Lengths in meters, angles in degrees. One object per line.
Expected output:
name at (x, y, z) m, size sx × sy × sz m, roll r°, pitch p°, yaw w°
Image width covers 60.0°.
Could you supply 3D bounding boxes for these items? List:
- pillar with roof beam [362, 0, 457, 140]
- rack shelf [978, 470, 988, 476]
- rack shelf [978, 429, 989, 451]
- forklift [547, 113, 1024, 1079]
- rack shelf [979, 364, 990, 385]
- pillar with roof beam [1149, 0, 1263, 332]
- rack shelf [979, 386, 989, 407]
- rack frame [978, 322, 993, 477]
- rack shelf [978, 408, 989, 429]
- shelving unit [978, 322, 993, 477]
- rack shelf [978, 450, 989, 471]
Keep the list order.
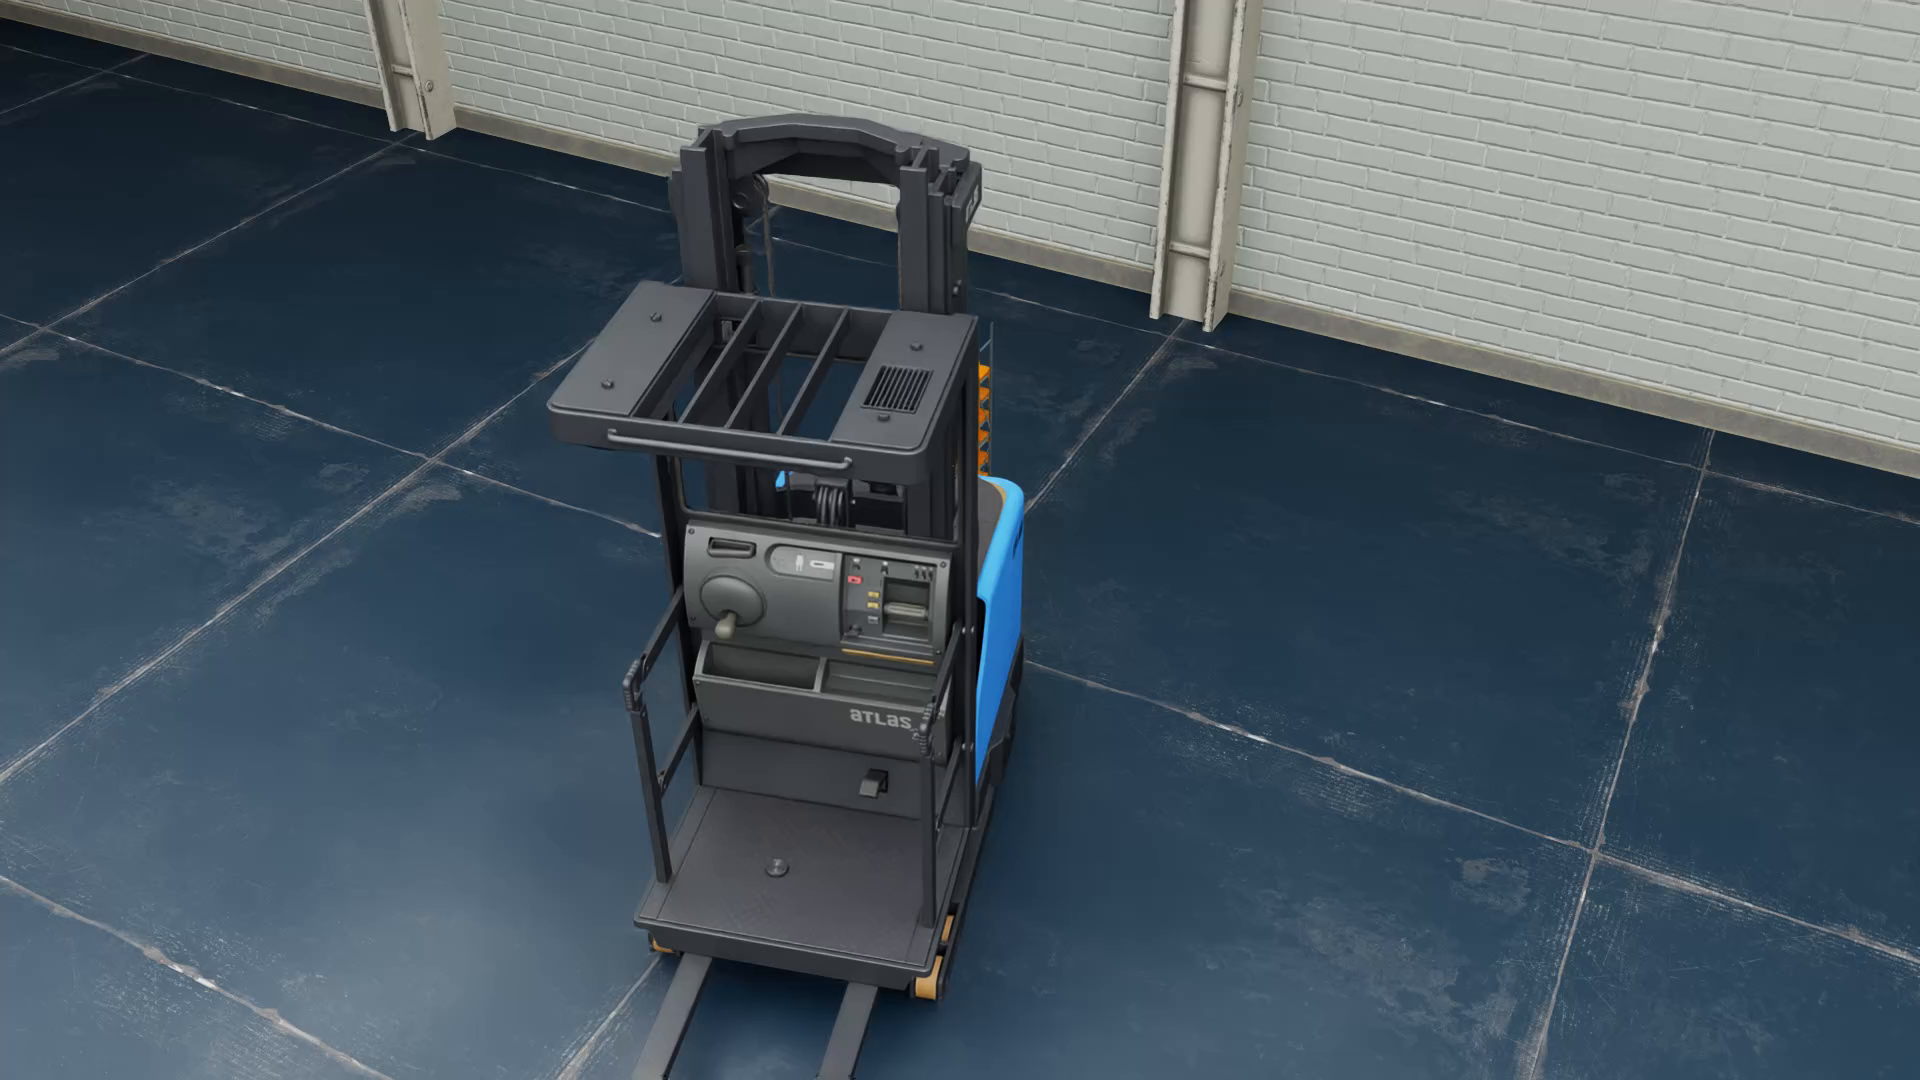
pillar with roof beam at (-5.922, -4.312, 6.487) m, size 0.400 × 9.000 × 9.100 m, roll 17°, pitch 41°, yaw 21°
rack shelf at (0.013, -0.247, 8.054) m, size 0.180 × 0.103 × 0.258 m, roll 17°, pitch 41°, yaw 21°
rack shelf at (0.013, -0.438, 7.909) m, size 0.180 × 0.103 × 0.258 m, roll 17°, pitch 41°, yaw 21°
forklift at (-0.535, 0.251, 5.496) m, size 1.130 × 2.935 × 3.031 m, roll 7°, pitch 38°, yaw 10°
rack shelf at (0.013, -0.725, 7.691) m, size 0.180 × 0.103 × 0.258 m, roll 17°, pitch 41°, yaw 21°
pillar with roof beam at (-0.594, -2.643, 4.290) m, size 0.400 × 9.000 × 9.100 m, roll 17°, pitch 41°, yaw 21°
rack shelf at (0.013, -0.630, 7.764) m, size 0.180 × 0.103 × 0.258 m, roll 17°, pitch 41°, yaw 21°
rack frame at (0.094, -0.448, 7.848) m, size 0.006 × 1.200 × 0.240 m, roll 17°, pitch 41°, yaw 21°
rack shelf at (0.013, -0.534, 7.836) m, size 0.180 × 0.103 × 0.258 m, roll 17°, pitch 41°, yaw 21°
shelving unit at (0.013, -0.474, 7.882) m, size 0.189 × 1.200 × 0.258 m, roll 17°, pitch 41°, yaw 21°
rack shelf at (0.013, -0.343, 7.981) m, size 0.180 × 0.103 × 0.258 m, roll 17°, pitch 41°, yaw 21°
